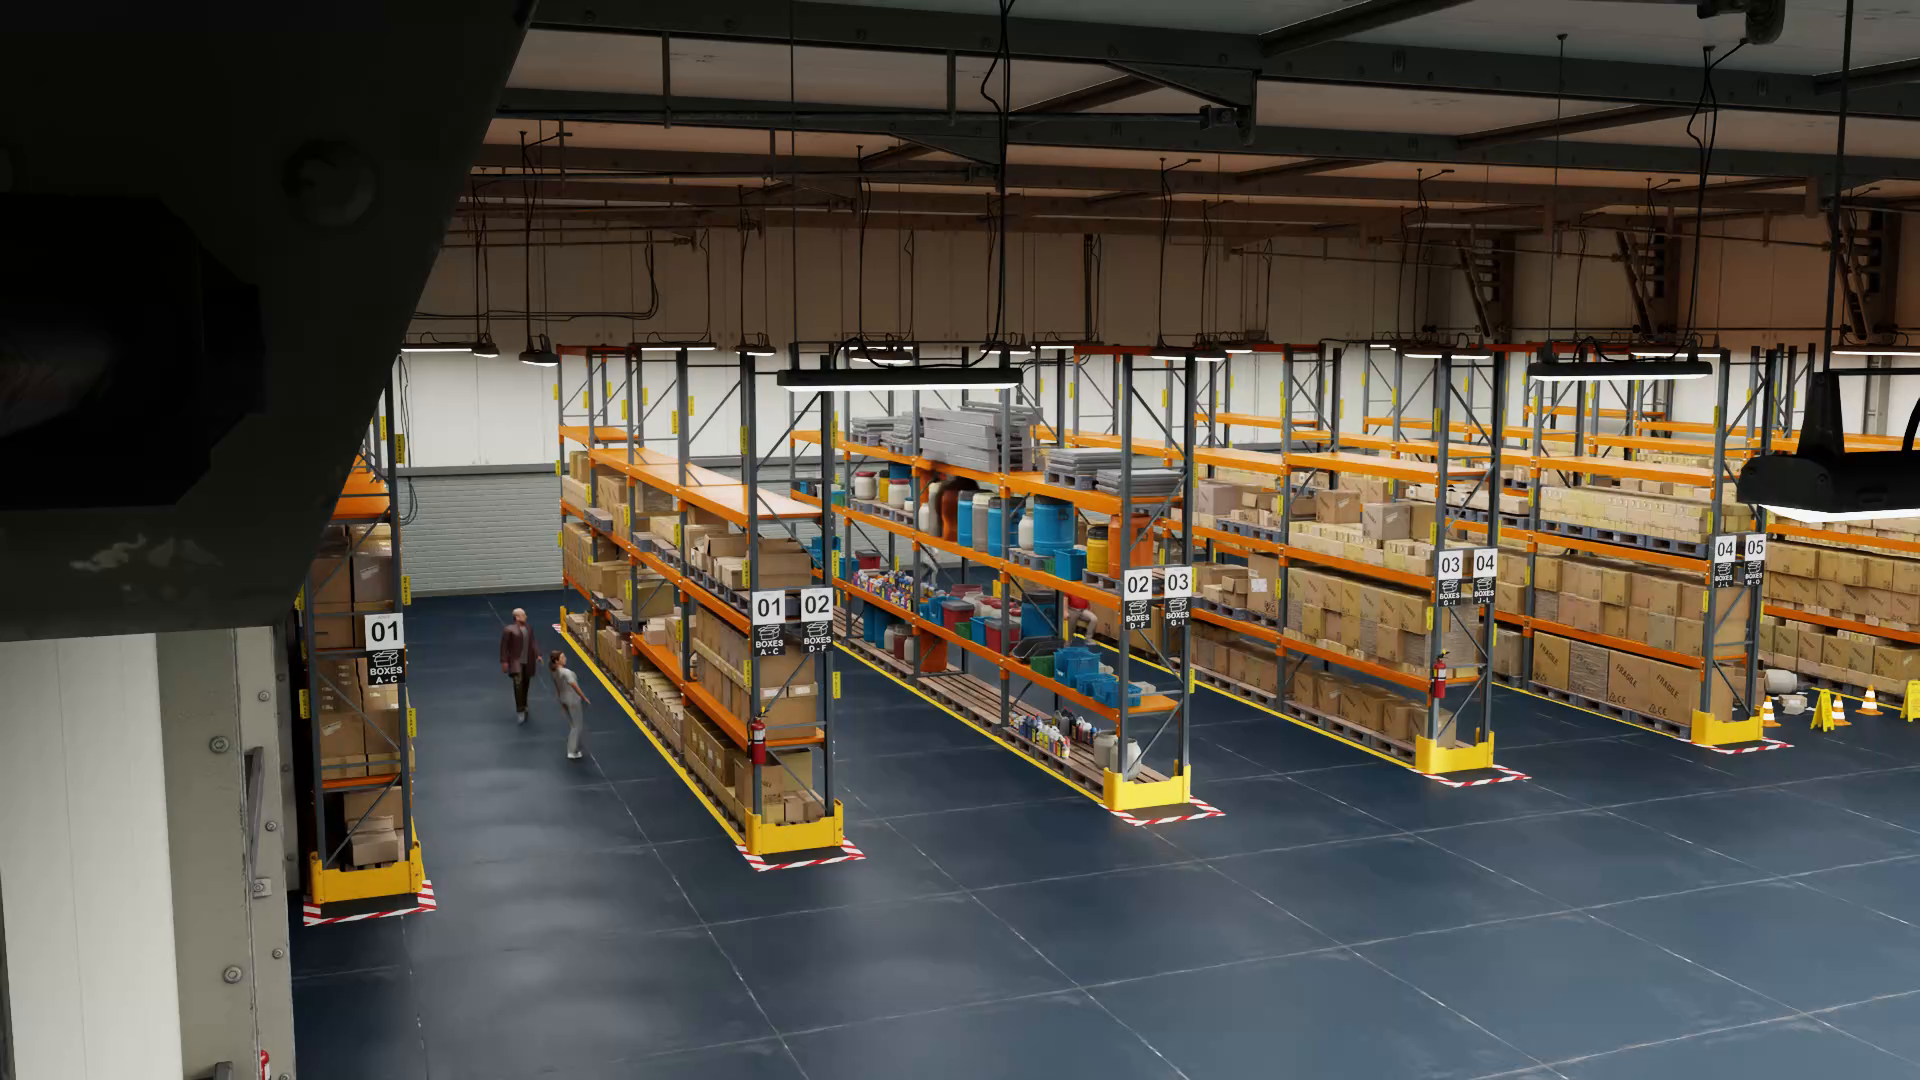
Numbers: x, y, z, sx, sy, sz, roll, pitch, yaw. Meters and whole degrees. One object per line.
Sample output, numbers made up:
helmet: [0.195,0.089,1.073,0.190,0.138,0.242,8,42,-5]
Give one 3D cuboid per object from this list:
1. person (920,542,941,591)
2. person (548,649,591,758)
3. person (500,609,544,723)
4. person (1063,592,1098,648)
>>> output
person: [-0.803,0.479,40.149,0.692,1.605,0.391,1,7,5]
person: [-5.741,2.440,24.524,0.488,1.703,0.573,7,10,43]
person: [-7.122,2.004,27.035,0.661,1.779,0.880,-4,8,-29]
person: [2.279,1.417,32.004,0.659,1.656,0.966,-3,8,-20]
